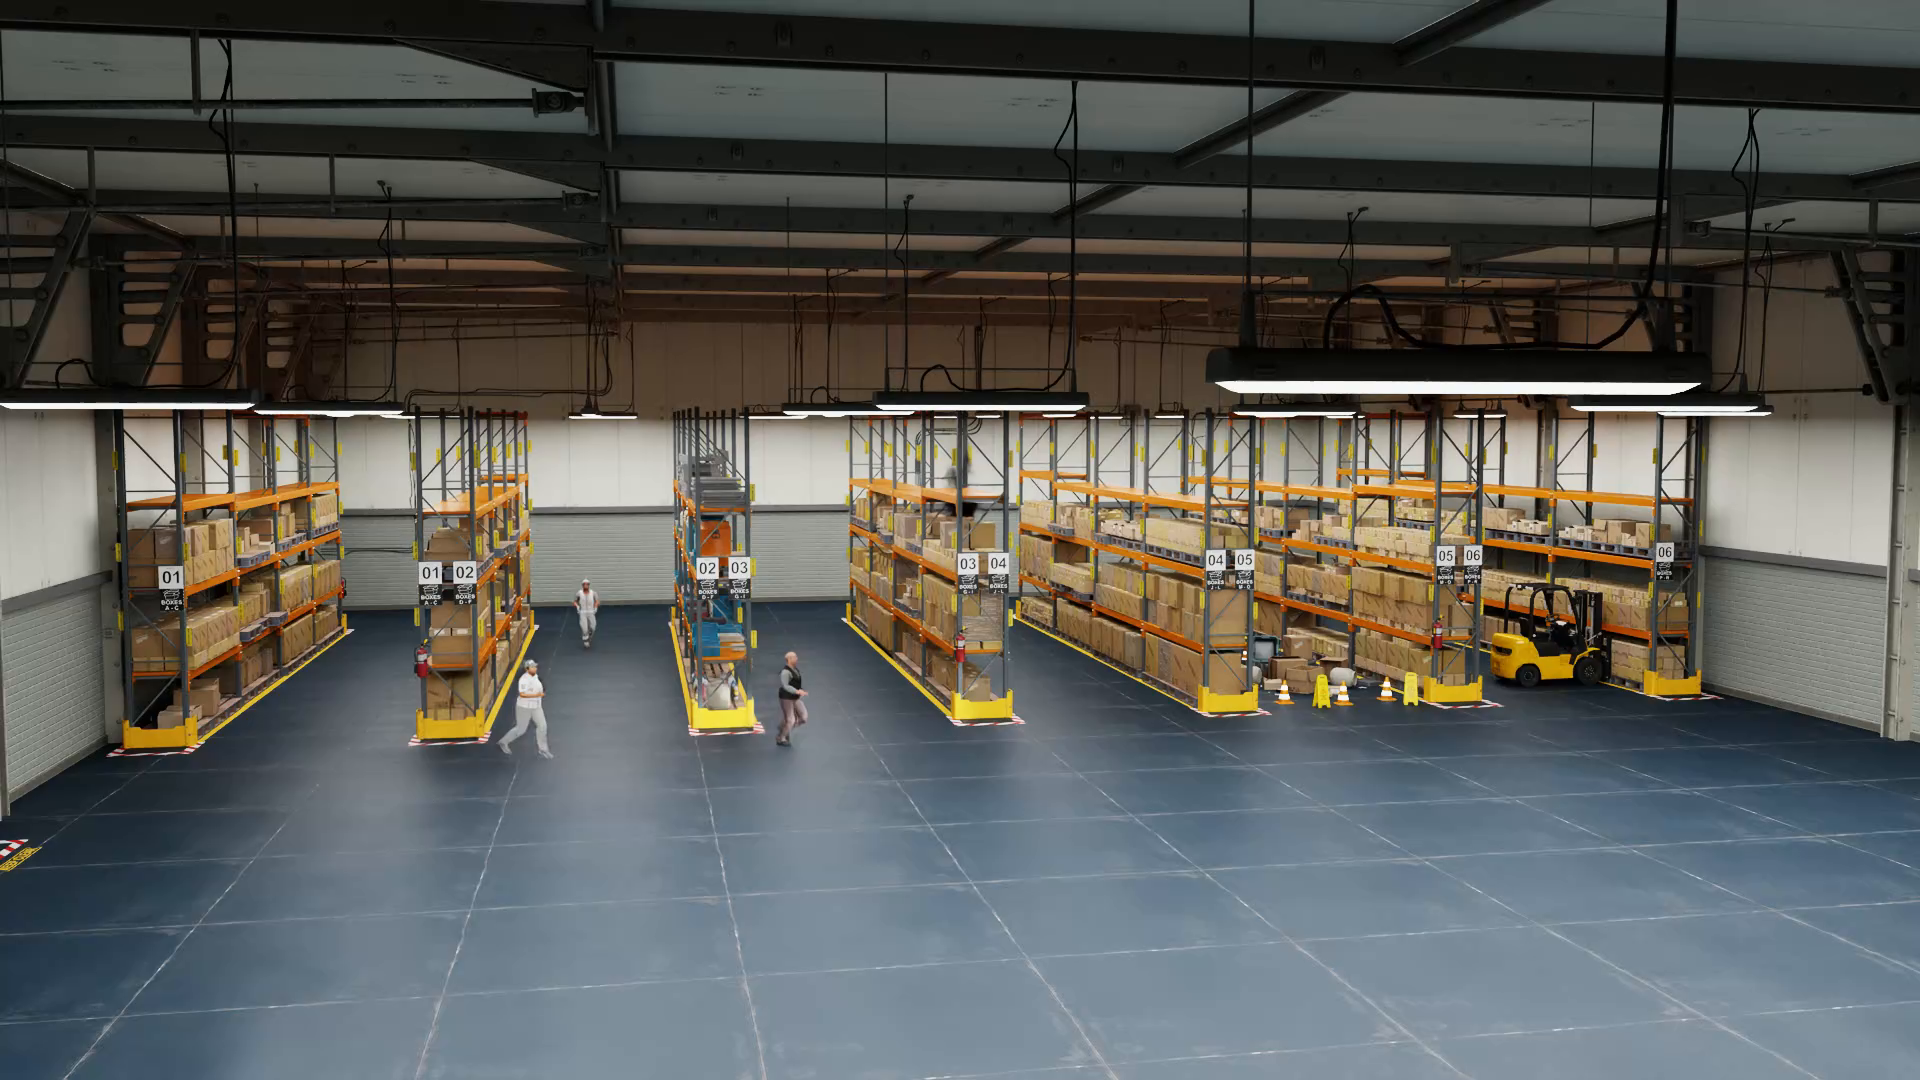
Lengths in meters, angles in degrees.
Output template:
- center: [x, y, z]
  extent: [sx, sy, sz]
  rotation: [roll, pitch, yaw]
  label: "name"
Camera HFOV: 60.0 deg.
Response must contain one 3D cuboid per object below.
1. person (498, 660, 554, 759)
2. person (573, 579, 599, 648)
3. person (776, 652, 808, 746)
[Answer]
- center: [-7.365, 2.880, 28.343]
  extent: [0.896, 1.695, 0.614]
  rotation: [1, 4, 19]
  label: "person"
- center: [-9.444, 1.863, 42.060]
  extent: [0.652, 1.738, 0.615]
  rotation: [-1, 4, -18]
  label: "person"
- center: [-2.942, 2.799, 29.287]
  extent: [0.651, 1.674, 0.642]
  rotation: [1, 4, 18]
  label: "person"
